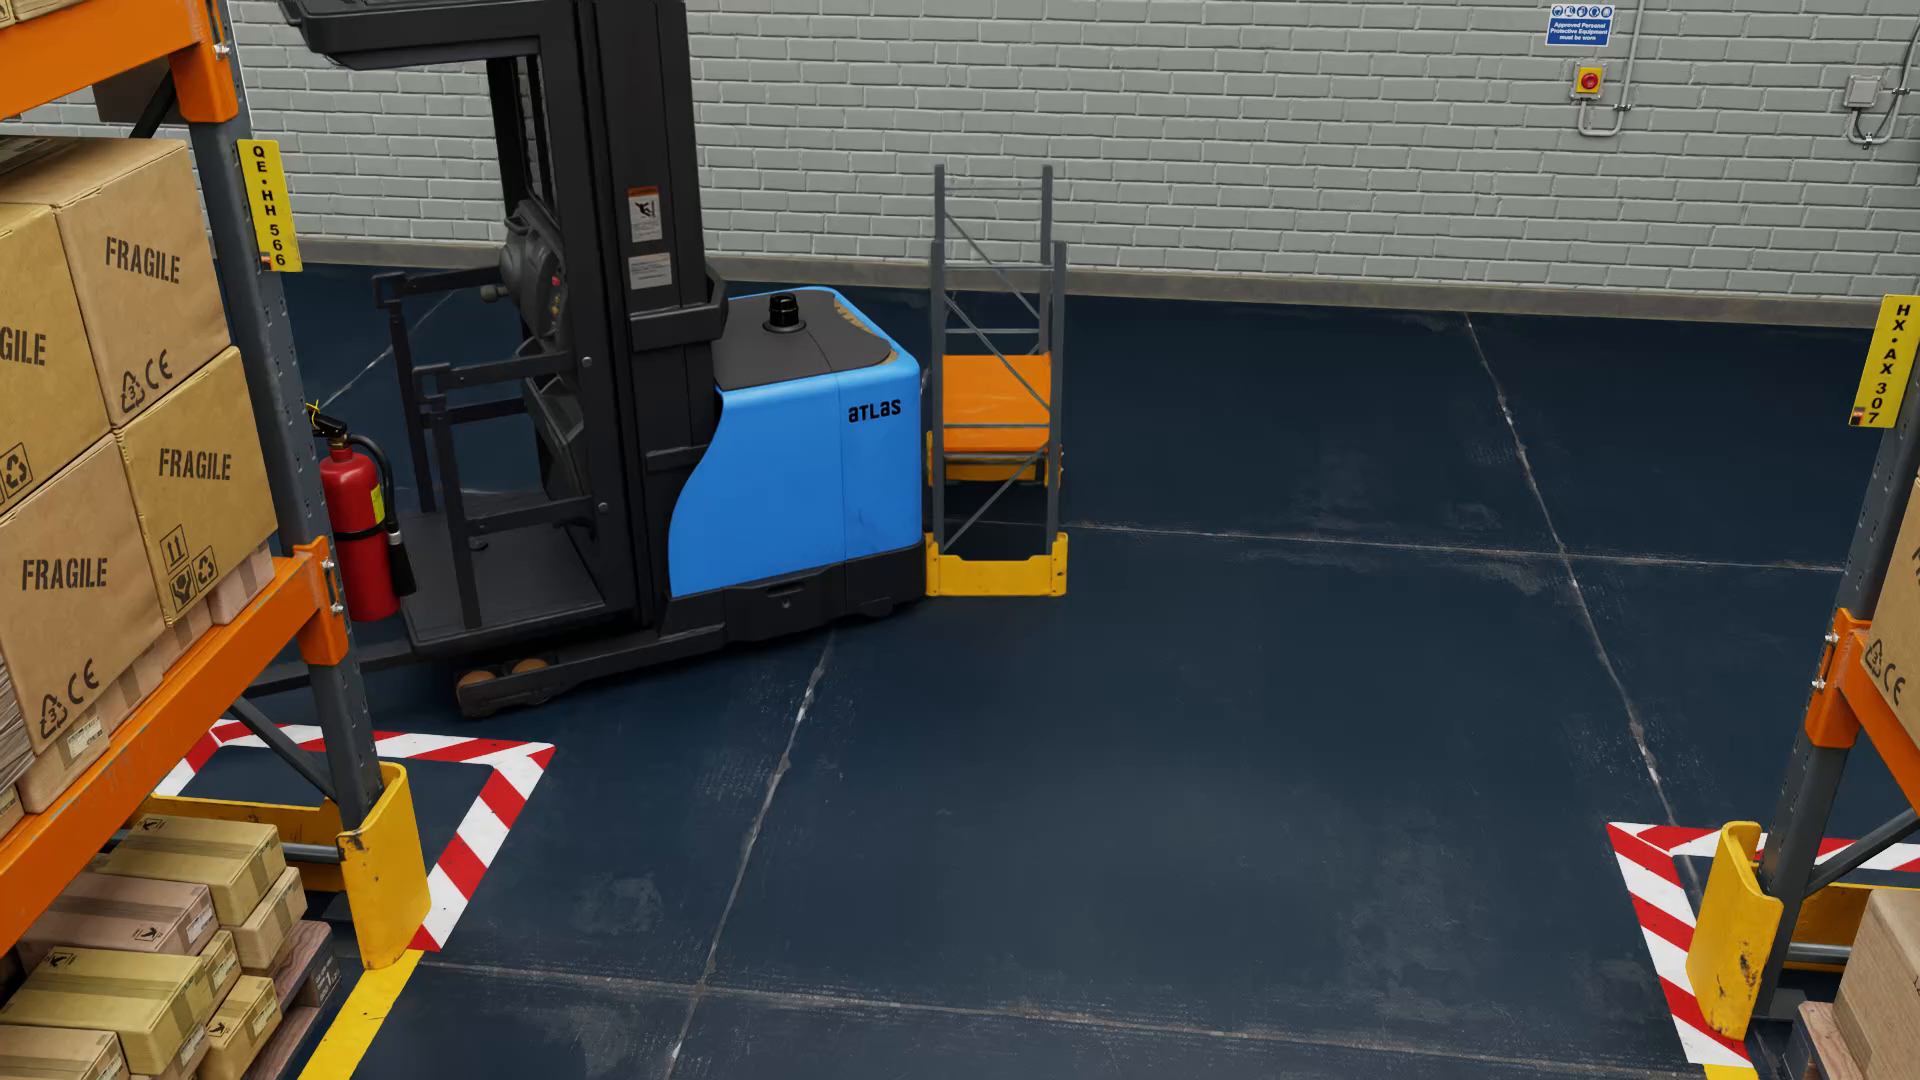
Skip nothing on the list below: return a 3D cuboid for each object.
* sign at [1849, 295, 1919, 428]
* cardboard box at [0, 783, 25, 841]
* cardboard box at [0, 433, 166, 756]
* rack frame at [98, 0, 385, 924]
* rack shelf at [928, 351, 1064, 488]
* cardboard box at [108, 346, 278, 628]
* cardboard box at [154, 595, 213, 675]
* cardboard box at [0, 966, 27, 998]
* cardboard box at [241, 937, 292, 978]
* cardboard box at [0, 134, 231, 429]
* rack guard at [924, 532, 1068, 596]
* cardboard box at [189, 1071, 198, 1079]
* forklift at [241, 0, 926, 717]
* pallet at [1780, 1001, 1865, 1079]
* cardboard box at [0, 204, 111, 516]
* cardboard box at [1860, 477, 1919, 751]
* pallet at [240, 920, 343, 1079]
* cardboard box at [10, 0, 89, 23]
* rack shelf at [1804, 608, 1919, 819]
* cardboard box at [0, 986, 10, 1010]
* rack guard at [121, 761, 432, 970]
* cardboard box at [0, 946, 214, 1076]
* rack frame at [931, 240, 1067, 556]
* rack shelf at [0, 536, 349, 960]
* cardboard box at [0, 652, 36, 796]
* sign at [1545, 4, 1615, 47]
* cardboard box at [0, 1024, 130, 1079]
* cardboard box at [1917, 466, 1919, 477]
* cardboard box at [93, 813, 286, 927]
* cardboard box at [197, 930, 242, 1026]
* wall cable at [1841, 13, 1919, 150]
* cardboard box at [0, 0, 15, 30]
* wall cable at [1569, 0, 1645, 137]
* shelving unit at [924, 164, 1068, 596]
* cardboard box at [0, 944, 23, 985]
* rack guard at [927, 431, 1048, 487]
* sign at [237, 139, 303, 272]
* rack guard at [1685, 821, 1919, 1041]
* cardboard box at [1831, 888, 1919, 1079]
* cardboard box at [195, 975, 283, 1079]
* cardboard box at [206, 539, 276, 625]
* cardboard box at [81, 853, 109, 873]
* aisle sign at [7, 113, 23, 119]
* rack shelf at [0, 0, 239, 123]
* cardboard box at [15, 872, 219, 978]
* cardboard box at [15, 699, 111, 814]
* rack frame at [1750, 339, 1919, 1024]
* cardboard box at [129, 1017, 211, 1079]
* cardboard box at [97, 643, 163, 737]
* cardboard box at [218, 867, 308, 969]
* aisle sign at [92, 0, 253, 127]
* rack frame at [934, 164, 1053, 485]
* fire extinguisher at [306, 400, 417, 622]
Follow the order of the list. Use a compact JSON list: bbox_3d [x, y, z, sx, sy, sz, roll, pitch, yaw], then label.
[{"bbox_3d":[2.154,-0.412,3.855,0.100,0.325,0.005,3,28,6],"label":"sign"},{"bbox_3d":[-2.133,0.557,3.318,0.380,0.149,0.250,2,28,4],"label":"cardboard box"},{"bbox_3d":[-2.089,0.093,3.496,0.500,0.500,0.500,3,28,5],"label":"cardboard box"},{"bbox_3d":[-2.221,-0.201,4.460,1.000,3.000,0.127,3,28,6],"label":"rack frame"},{"bbox_3d":[0.142,-0.526,7.024,0.538,0.185,1.000,0,28,0],"label":"rack shelf"},{"bbox_3d":[-2.020,-0.149,3.945,0.500,0.500,0.500,4,29,7],"label":"cardboard box"},{"bbox_3d":[-2.048,0.195,3.991,0.380,0.149,0.250,3,28,6],"label":"cardboard box"},{"bbox_3d":[-2.629,1.096,4.303,0.380,0.149,0.250,3,28,6],"label":"cardboard box"},{"bbox_3d":[-2.078,1.129,4.554,0.380,0.149,0.250,4,29,7],"label":"cardboard box"},{"bbox_3d":[-2.030,-0.586,3.702,0.500,0.500,0.500,3,28,5],"label":"cardboard box"},{"bbox_3d":[0.142,0.098,6.805,0.587,0.250,0.087,0,28,0],"label":"rack guard"},{"bbox_3d":[-2.127,1.376,4.097,0.380,0.149,0.250,3,28,6],"label":"cardboard box"},{"bbox_3d":[-1.697,-0.931,5.888,3.031,2.935,1.130,-12,31,-22],"label":"forklift"},{"bbox_3d":[2.684,1.648,3.969,1.003,0.211,1.213,3,28,6],"label":"pallet"},{"bbox_3d":[-2.092,-0.348,3.259,0.500,0.500,0.500,2,28,4],"label":"cardboard box"},{"bbox_3d":[2.361,0.205,3.602,0.500,0.500,0.500,3,28,6],"label":"cardboard box"},{"bbox_3d":[-2.365,1.443,4.349,1.003,0.211,1.213,3,28,6],"label":"pallet"},{"bbox_3d":[-2.014,-1.226,3.358,0.500,0.250,0.500,3,28,5],"label":"cardboard box"},{"bbox_3d":[2.459,1.298,2.437,1.077,0.370,4.000,3,28,6],"label":"rack shelf"},{"bbox_3d":[-2.571,1.216,4.079,0.380,0.149,0.250,4,29,7],"label":"cardboard box"},{"bbox_3d":[-2.230,0.935,4.986,1.175,0.500,0.348,3,28,6],"label":"rack guard"},{"bbox_3d":[-2.028,1.116,3.952,0.380,0.149,0.250,3,28,5],"label":"cardboard box"},{"bbox_3d":[0.142,-0.443,6.491,0.500,1.500,0.032,0,28,0],"label":"rack frame"},{"bbox_3d":[-2.466,1.057,2.883,1.077,0.370,4.000,3,28,6],"label":"rack shelf"},{"bbox_3d":[-2.141,0.332,3.052,0.500,0.500,0.500,3,29,6],"label":"cardboard box"},{"bbox_3d":[3.332,-2.767,8.938,0.327,0.218,0.001,3,28,6],"label":"sign"},{"bbox_3d":[-2.122,1.234,3.733,0.380,0.149,0.250,2,28,4],"label":"cardboard box"},{"bbox_3d":[2.363,-0.235,3.365,0.500,0.500,0.500,3,28,5],"label":"cardboard box"},{"bbox_3d":[-2.034,0.871,4.406,0.380,0.149,0.250,4,29,7],"label":"cardboard box"},{"bbox_3d":[-2.088,1.123,4.251,0.380,0.149,0.250,3,28,5],"label":"cardboard box"},{"bbox_3d":[4.781,-2.987,8.560,0.588,1.984,0.122,3,28,6],"label":"wall cable"},{"bbox_3d":[-2.069,-0.985,2.912,0.500,0.250,0.500,3,28,6],"label":"cardboard box"},{"bbox_3d":[3.372,-3.077,8.695,0.585,1.953,0.123,3,28,6],"label":"wall cable"},{"bbox_3d":[0.142,-0.689,6.947,0.587,1.500,1.083,0,28,0],"label":"shelving unit"},{"bbox_3d":[-2.537,0.971,4.220,0.380,0.149,0.250,4,29,7],"label":"cardboard box"},{"bbox_3d":[0.142,-0.375,7.682,0.587,0.250,0.087,0,28,0],"label":"rack guard"},{"bbox_3d":[-1.672,-0.808,4.033,0.100,0.325,0.005,3,28,6],"label":"sign"},{"bbox_3d":[2.707,1.129,4.628,1.175,0.500,0.348,3,28,6],"label":"rack guard"},{"bbox_3d":[2.723,1.299,3.935,0.875,0.438,0.875,2,28,4],"label":"cardboard box"},{"bbox_3d":[-2.009,1.256,4.318,0.380,0.149,0.250,4,29,8],"label":"cardboard box"},{"bbox_3d":[-1.980,0.080,4.204,0.380,0.149,0.250,3,28,6],"label":"cardboard box"},{"bbox_3d":[-2.540,0.970,4.536,0.380,0.149,0.250,5,29,8],"label":"cardboard box"},{"bbox_3d":[-2.509,-1.397,3.940,0.394,0.787,0.004,3,28,6],"label":"aisle sign"},{"bbox_3d":[-2.466,-0.263,2.172,1.077,0.370,4.000,3,28,6],"label":"rack shelf"},{"bbox_3d":[-2.122,0.986,4.192,0.380,0.149,0.250,4,29,7],"label":"cardboard box"},{"bbox_3d":[-2.072,0.435,3.545,0.380,0.149,0.250,4,29,8],"label":"cardboard box"},{"bbox_3d":[2.704,0.039,4.014,1.000,3.000,0.127,3,28,6],"label":"rack frame"},{"bbox_3d":[-2.064,1.248,4.020,0.380,0.149,0.250,2,28,4],"label":"cardboard box"},{"bbox_3d":[-2.064,0.314,3.770,0.380,0.149,0.250,3,28,6],"label":"cardboard box"},{"bbox_3d":[-2.002,1.004,4.474,0.380,0.149,0.250,3,28,5],"label":"cardboard box"},{"bbox_3d":[-1.914,-1.362,3.875,0.394,0.787,0.004,3,28,6],"label":"aisle sign"},{"bbox_3d":[0.142,-0.925,7.386,0.500,1.500,0.032,0,28,0],"label":"rack frame"},{"bbox_3d":[-1.732,-0.094,4.737,0.296,0.674,0.183,3,28,6],"label":"fire extinguisher"}]
